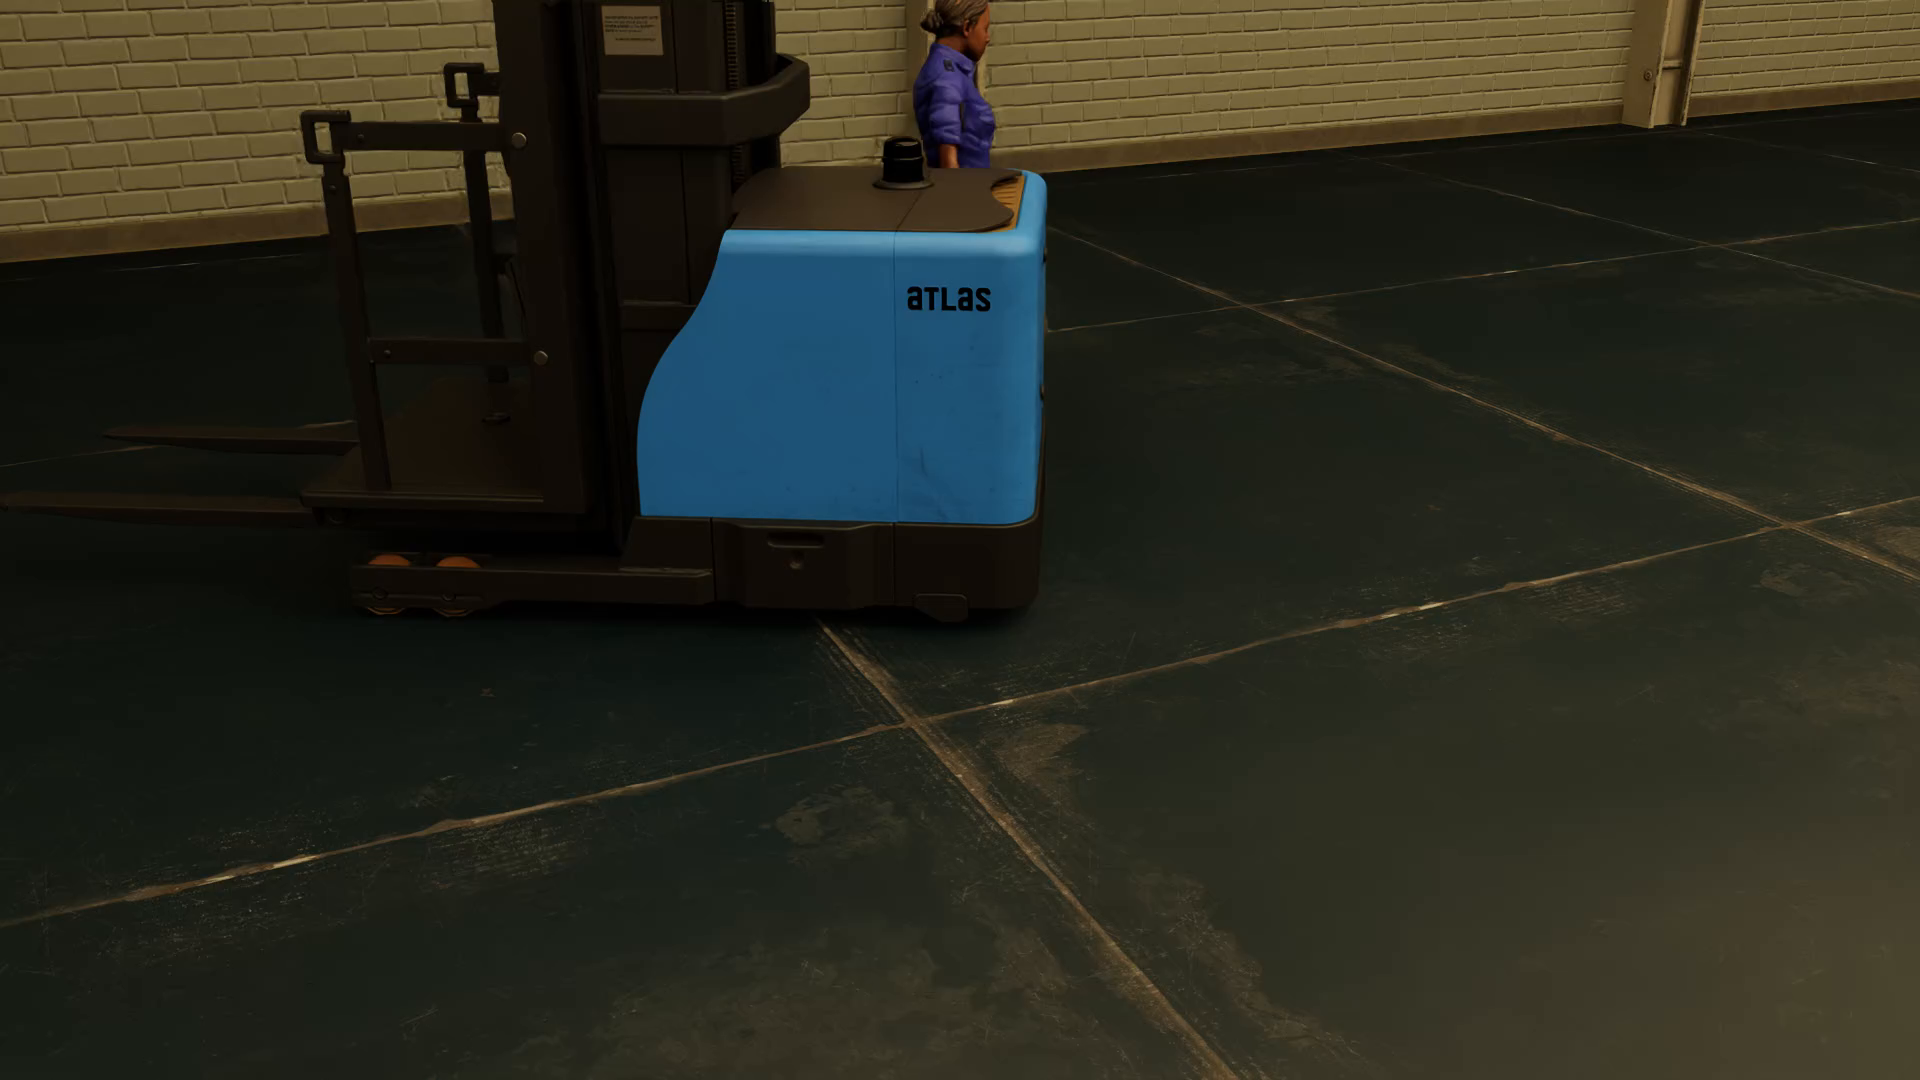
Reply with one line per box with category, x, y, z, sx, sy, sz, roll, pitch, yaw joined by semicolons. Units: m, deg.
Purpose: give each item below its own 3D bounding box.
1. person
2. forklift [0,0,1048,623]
person;0.023;-1.099;5.755;0.521;1.567;0.836;-2;23;-4
forklift;-1.270;-1.339;4.510;3.031;2.935;1.130;2;23;4
